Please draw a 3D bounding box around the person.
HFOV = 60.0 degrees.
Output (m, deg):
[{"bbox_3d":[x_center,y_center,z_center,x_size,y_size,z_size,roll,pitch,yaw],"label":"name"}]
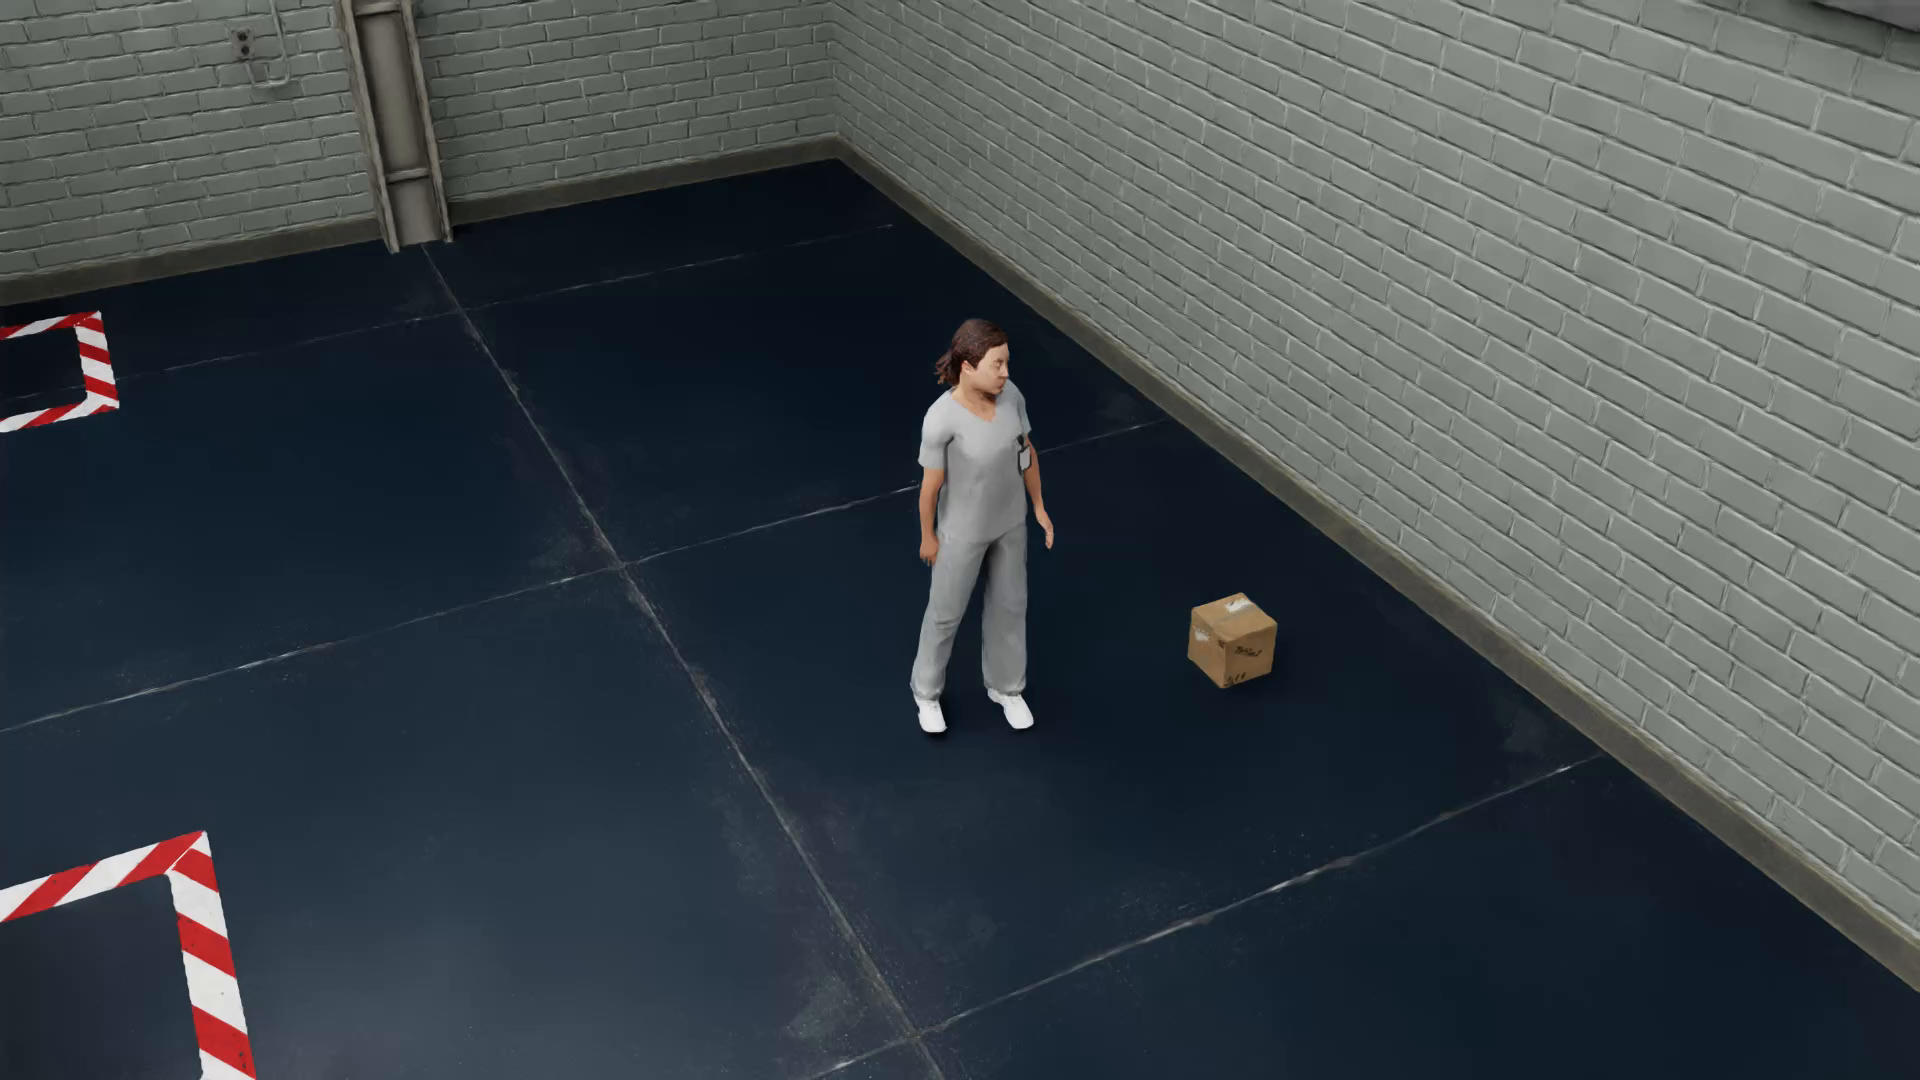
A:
[{"bbox_3d":[0.077,-0.029,6.158,0.525,1.668,0.468,-22,39,-29],"label":"person"}]
